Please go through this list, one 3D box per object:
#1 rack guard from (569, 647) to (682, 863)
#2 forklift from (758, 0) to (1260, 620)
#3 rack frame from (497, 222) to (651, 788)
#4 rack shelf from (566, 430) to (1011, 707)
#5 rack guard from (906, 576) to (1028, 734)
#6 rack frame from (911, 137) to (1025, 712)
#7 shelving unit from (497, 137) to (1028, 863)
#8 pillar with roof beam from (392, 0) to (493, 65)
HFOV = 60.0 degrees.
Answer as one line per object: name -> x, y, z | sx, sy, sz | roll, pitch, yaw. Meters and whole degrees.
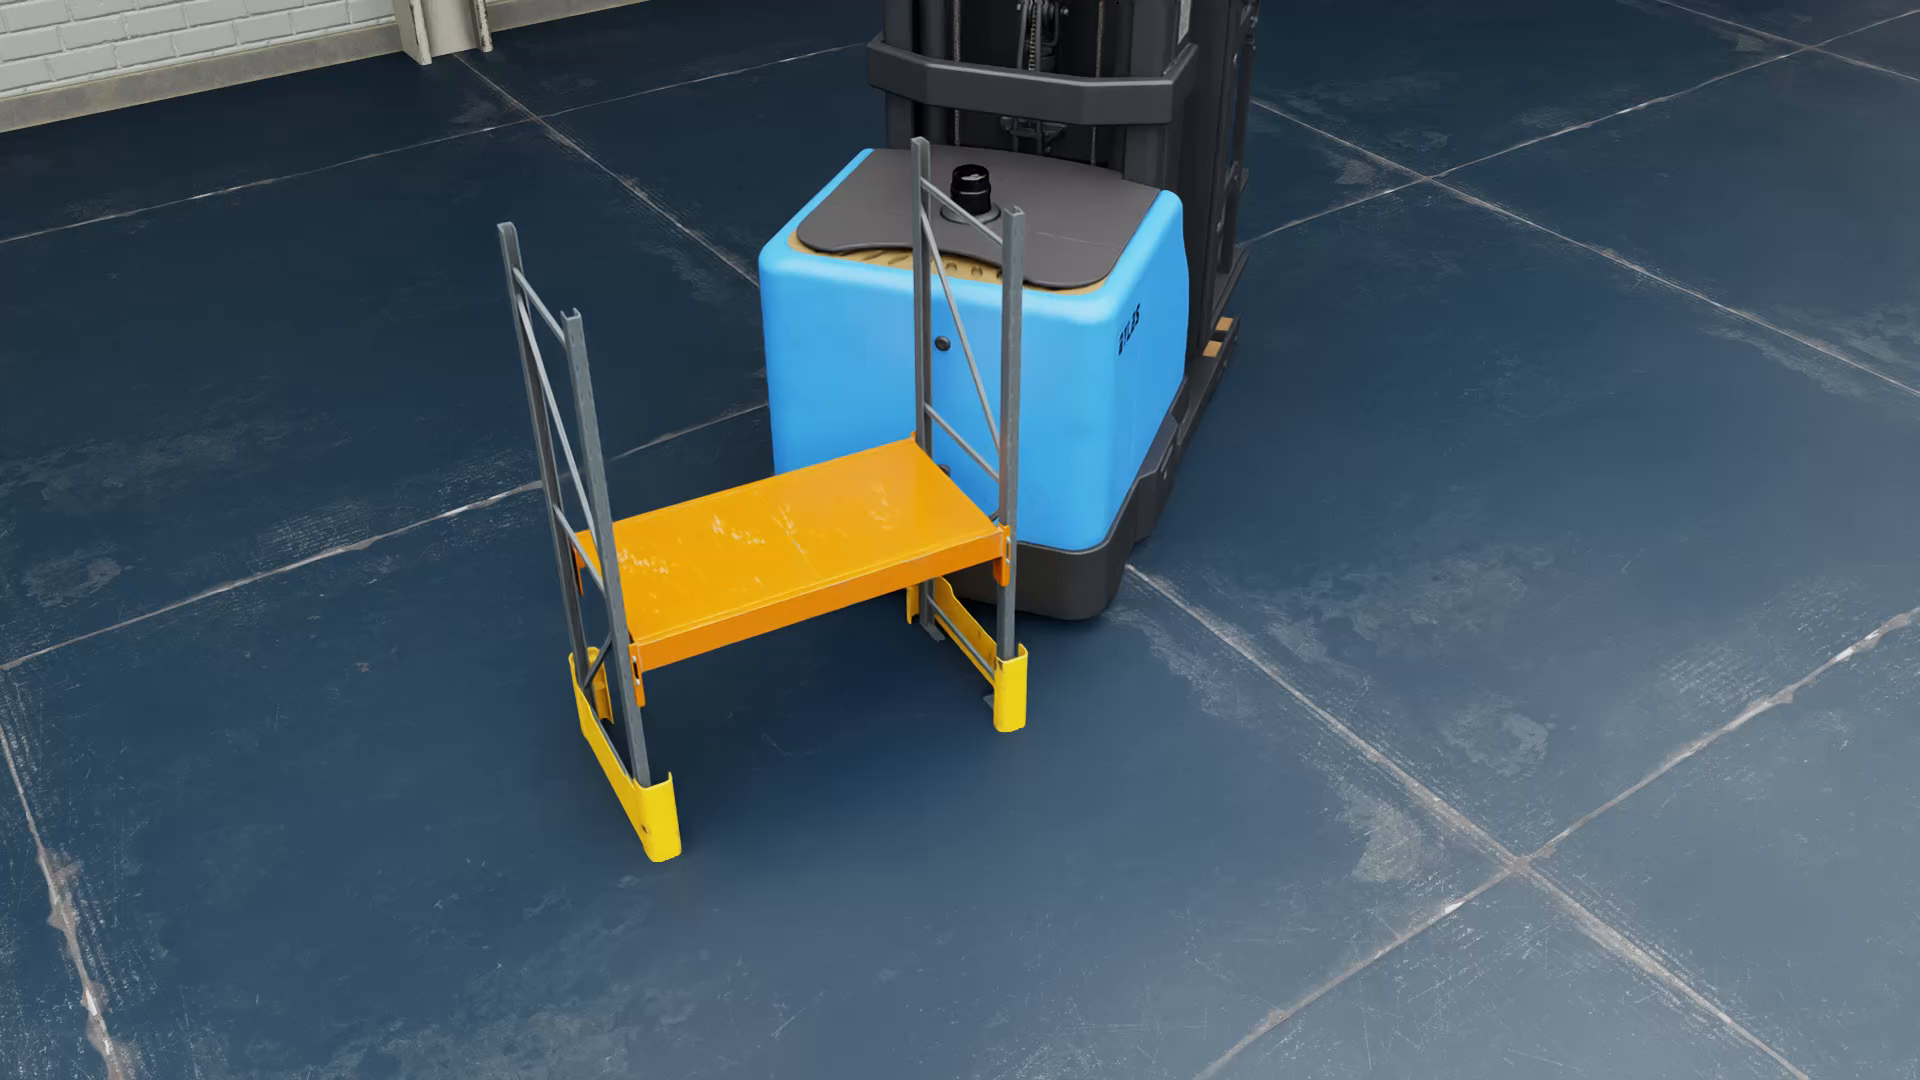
rack guard -> -0.865, 0.544, 4.280 | 0.087, 0.250, 0.587 | -18, 39, -23
forklift -> 0.402, -1.817, 5.267 | 1.130, 2.935, 3.031 | 12, 37, 16
rack frame -> -0.882, 0.042, 3.908 | 0.032, 1.500, 0.500 | -18, 39, -23
rack shelf -> -0.435, 0.046, 4.209 | 1.000, 0.185, 0.538 | -18, 39, -23
rack guard -> 0.011, 0.267, 4.665 | 0.087, 0.250, 0.587 | -18, 39, -23
rack frame -> 0.012, -0.241, 4.301 | 0.032, 1.500, 0.500 | -18, 39, -23
shelving unit -> -0.427, -0.102, 4.108 | 1.083, 1.500, 0.587 | -18, 39, -23
pillar with roof beam -> -0.264, -4.225, 3.417 | 0.400, 9.000, 9.100 | -22, 41, -28
